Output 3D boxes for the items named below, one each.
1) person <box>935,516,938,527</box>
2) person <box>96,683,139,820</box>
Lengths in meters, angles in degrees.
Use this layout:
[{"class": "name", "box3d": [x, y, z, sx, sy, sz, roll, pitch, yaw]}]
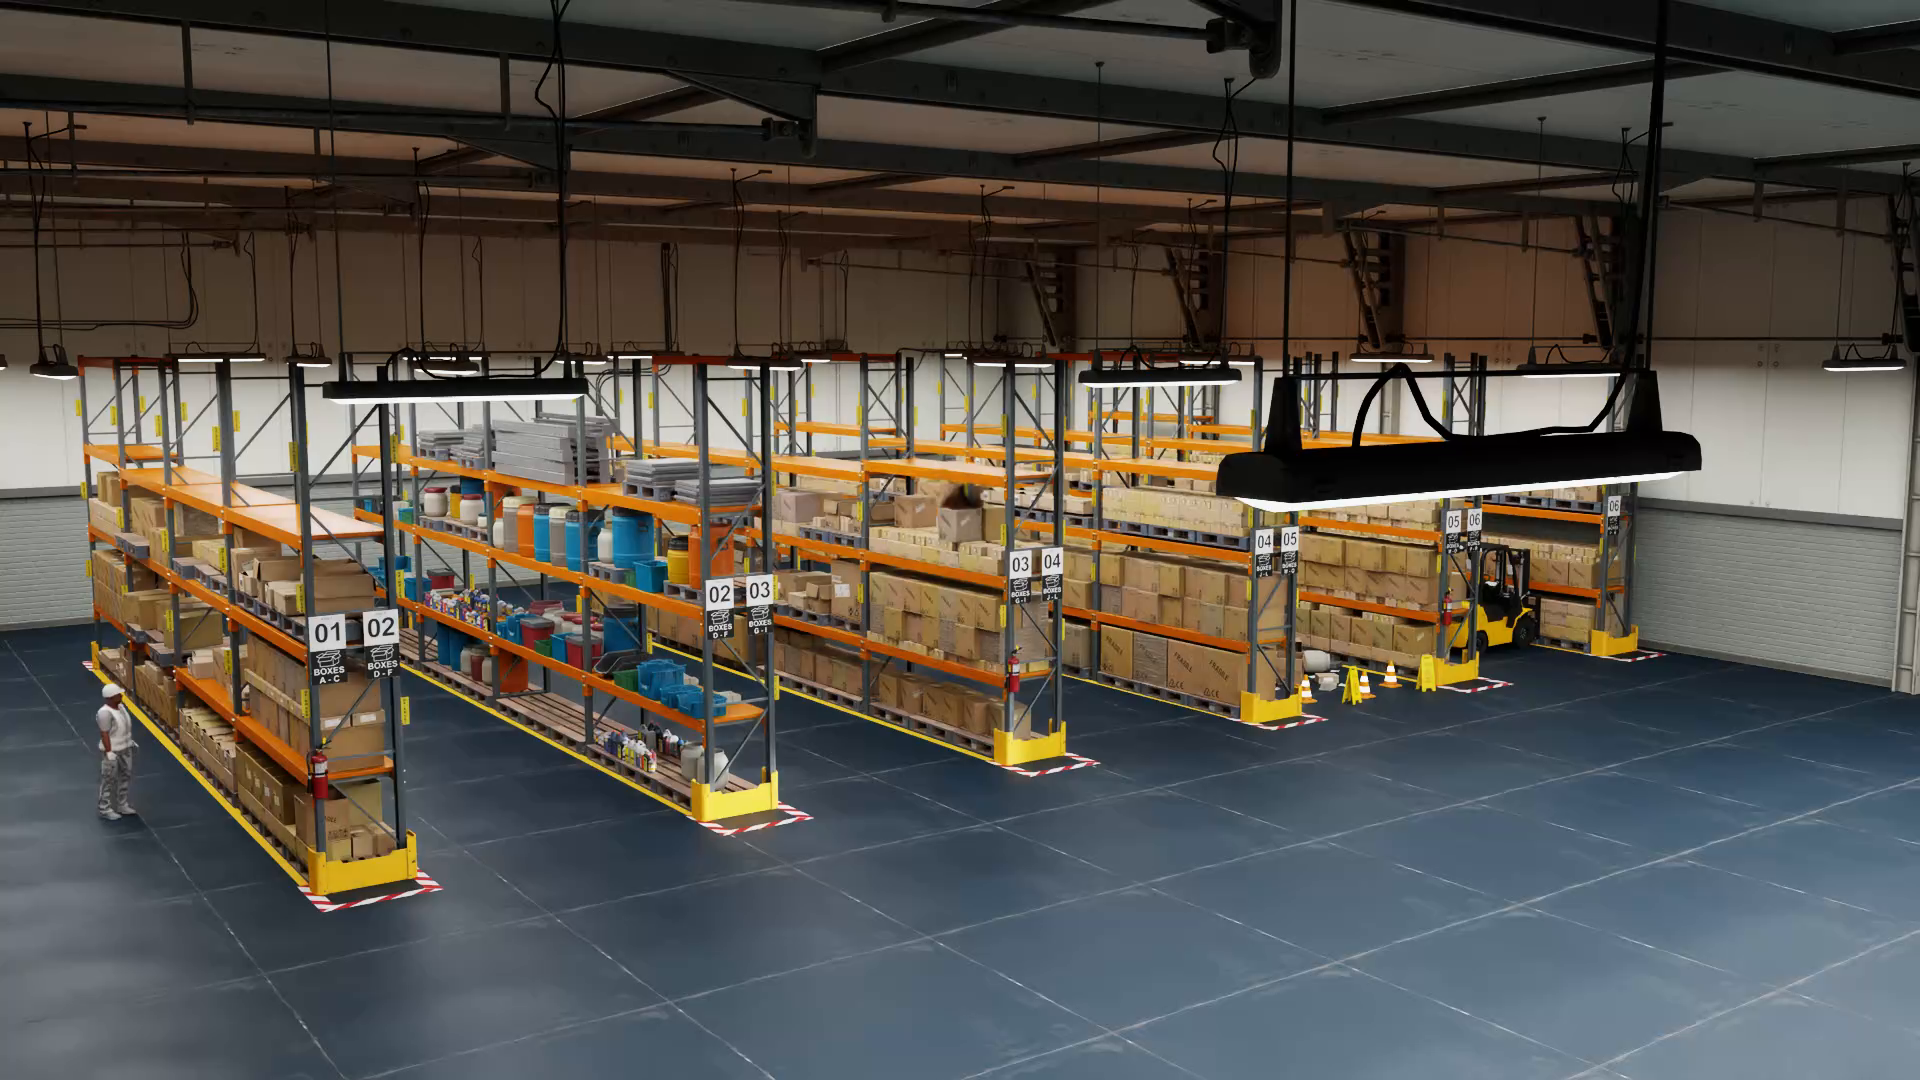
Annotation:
[{"class": "person", "box3d": [-0.552, -0.100, 45.888, 0.604, 1.751, 1.013, 6, 9, 42]}, {"class": "person", "box3d": [-11.162, 2.775, 22.013, 0.376, 1.795, 0.614, 1, 7, 9]}]
